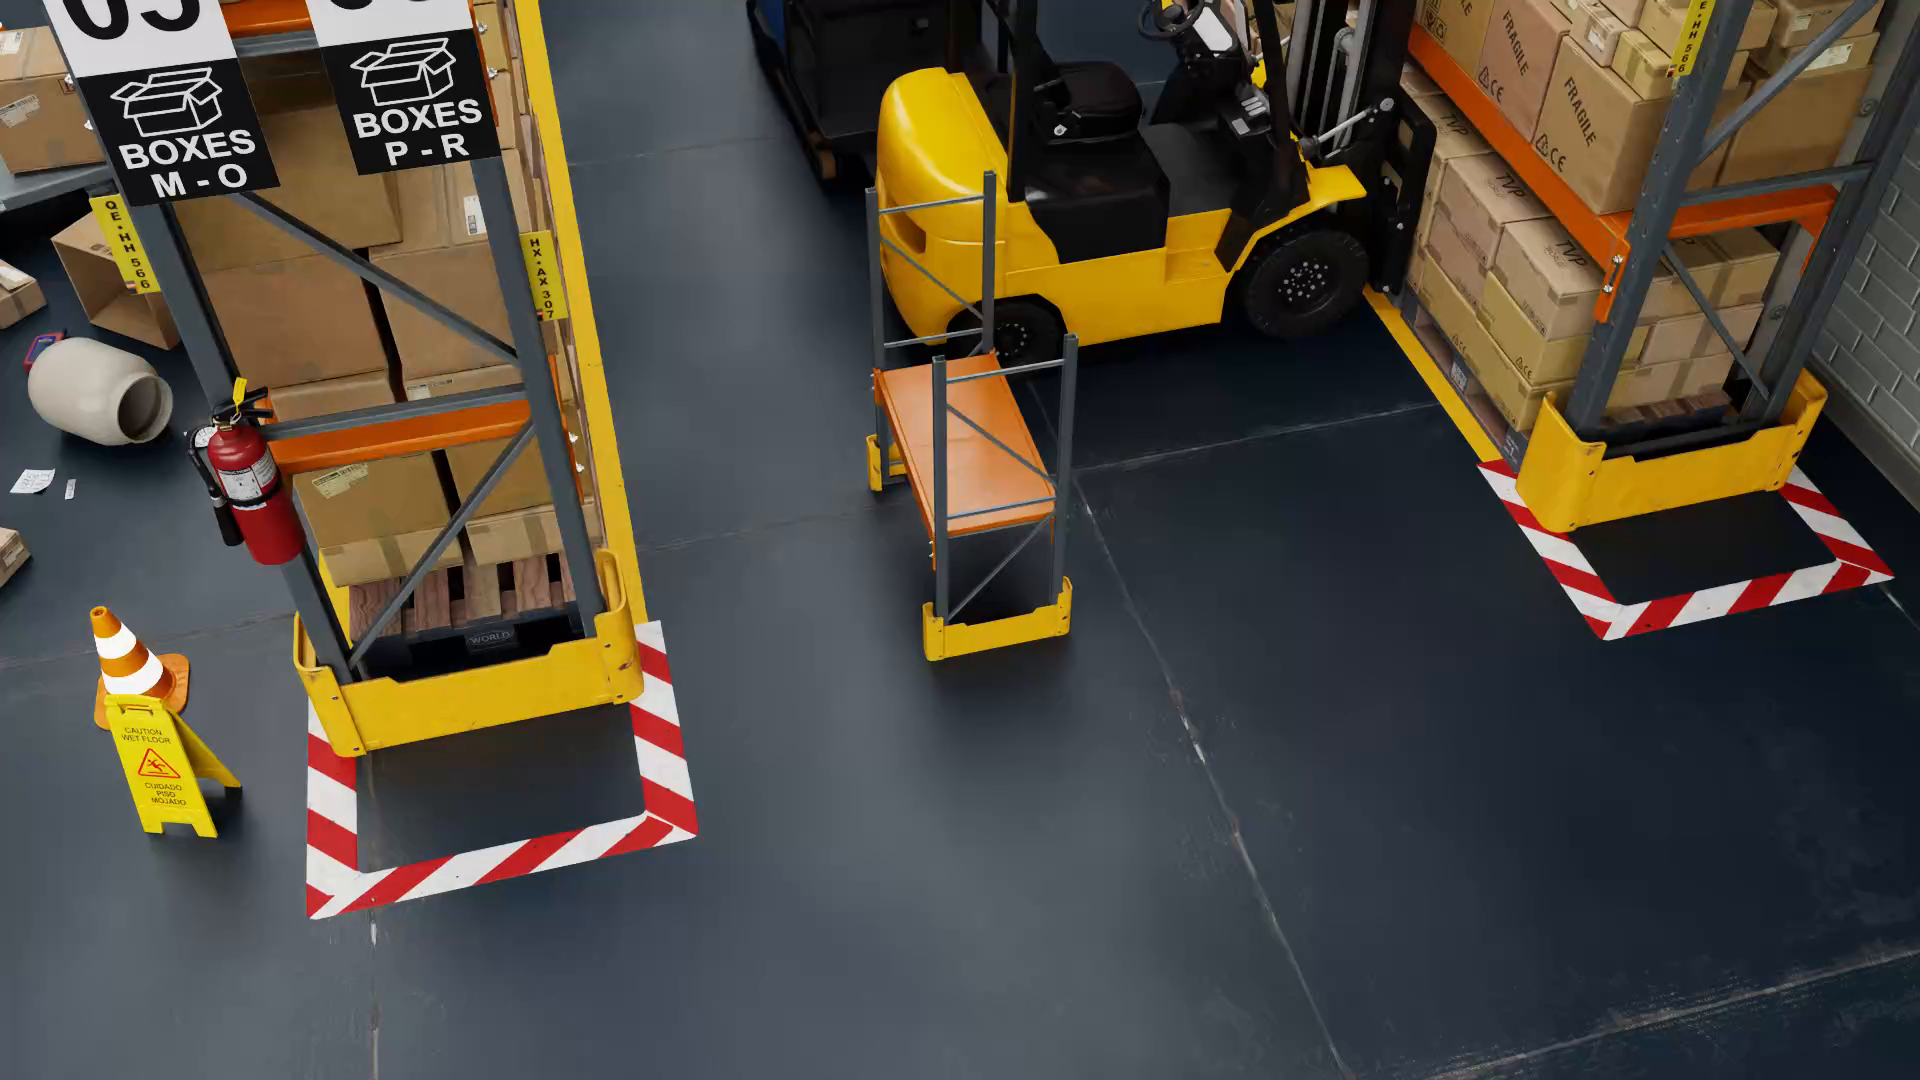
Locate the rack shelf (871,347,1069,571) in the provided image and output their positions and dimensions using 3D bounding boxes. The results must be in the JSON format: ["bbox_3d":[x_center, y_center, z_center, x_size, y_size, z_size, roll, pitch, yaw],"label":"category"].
[{"bbox_3d":[0.022,-0.340,6.536,0.538,0.185,1.000,-11,47,-10],"label":"rack shelf"}]

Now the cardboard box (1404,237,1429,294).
[{"bbox_3d":[2.336,-1.455,7.957,0.500,0.250,0.500,-10,46,-10],"label":"cardboard box"}]

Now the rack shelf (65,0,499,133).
[{"bbox_3d":[-2.310,-2.580,5.832,1.077,0.370,4.000,-11,47,-10],"label":"rack shelf"}]

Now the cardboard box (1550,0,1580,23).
[{"bbox_3d":[2.538,-2.123,6.457,0.380,0.149,0.250,-10,46,-10],"label":"cardboard box"}]

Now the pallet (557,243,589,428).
[{"bbox_3d":[-2.300,-0.886,7.721,1.003,0.211,1.213,-11,47,-10],"label":"pallet"}]

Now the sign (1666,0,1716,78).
[{"bbox_3d":[2.471,-1.710,5.600,0.100,0.325,0.005,-11,47,-10],"label":"sign"}]

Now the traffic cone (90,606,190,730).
[{"bbox_3d":[-3.155,0.426,6.259,0.336,0.463,0.334,-11,47,-10],"label":"traffic cone"}]

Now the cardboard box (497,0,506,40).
[{"bbox_3d":[-2.193,-2.329,6.905,0.500,0.500,0.500,-10,46,-9],"label":"cardboard box"}]

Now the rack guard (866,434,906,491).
[{"bbox_3d":[-0.108,-0.379,7.197,0.587,0.250,0.087,-11,47,-10],"label":"rack guard"}]

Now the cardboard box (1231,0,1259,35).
[{"bbox_3d":[1.800,-3.042,9.163,0.500,0.250,0.500,-11,47,-11],"label":"cardboard box"}]

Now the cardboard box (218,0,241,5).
[{"bbox_3d":[-2.160,-1.558,4.503,0.380,0.149,0.250,-11,47,-10],"label":"cardboard box"}]

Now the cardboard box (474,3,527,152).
[{"bbox_3d":[-1.919,-1.626,6.216,0.500,0.500,0.500,-12,47,-11],"label":"cardboard box"}]

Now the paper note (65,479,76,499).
[{"bbox_3d":[-3.858,-0.221,7.210,0.032,0.001,0.123,-11,47,-10],"label":"paper note"}]

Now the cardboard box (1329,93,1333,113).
[{"bbox_3d":[2.049,-2.345,8.480,0.500,0.250,0.500,-11,47,-11],"label":"cardboard box"}]

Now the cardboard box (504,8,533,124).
[{"bbox_3d":[-2.411,-2.250,8.212,0.500,0.500,0.500,-11,47,-11],"label":"cardboard box"}]

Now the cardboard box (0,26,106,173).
[{"bbox_3d":[-4.535,-2.207,8.283,0.500,0.500,0.500,-11,47,-10],"label":"cardboard box"}]

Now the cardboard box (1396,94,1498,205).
[{"bbox_3d":[2.304,-1.805,7.600,0.500,0.250,0.500,-10,46,-10],"label":"cardboard box"}]

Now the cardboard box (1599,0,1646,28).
[{"bbox_3d":[2.610,-2.051,6.178,0.380,0.149,0.250,-11,47,-10],"label":"cardboard box"}]

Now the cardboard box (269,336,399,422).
[{"bbox_3d":[-2.101,-0.532,5.598,0.380,0.149,0.250,-9,46,-9],"label":"cardboard box"}]

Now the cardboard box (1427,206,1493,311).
[{"bbox_3d":[2.454,-1.298,7.454,0.500,0.250,0.500,-11,47,-11],"label":"cardboard box"}]

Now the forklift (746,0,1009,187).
[{"bbox_3d":[-0.329,-3.274,8.157,1.130,2.935,3.031,-13,47,-13],"label":"forklift"}]

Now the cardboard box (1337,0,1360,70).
[{"bbox_3d":[2.055,-2.520,8.301,0.500,0.250,0.500,-9,46,-9],"label":"cardboard box"}]

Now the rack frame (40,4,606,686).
[{"bbox_3d":[-1.798,-0.401,5.294,1.000,3.000,0.127,-11,47,-10],"label":"rack frame"}]

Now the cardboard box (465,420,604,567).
[{"bbox_3d":[-1.737,-0.193,6.721,0.500,0.250,0.500,-11,47,-11],"label":"cardboard box"}]

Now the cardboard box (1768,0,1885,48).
[{"bbox_3d":[3.120,-1.948,6.077,0.380,0.149,0.250,-12,47,-11],"label":"cardboard box"}]

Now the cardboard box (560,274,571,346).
[{"bbox_3d":[-2.013,-0.921,7.435,0.500,0.250,0.500,-8,46,-8],"label":"cardboard box"}]

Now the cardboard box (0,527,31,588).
[{"bbox_3d":[-4.086,0.062,6.836,0.380,0.149,0.250,11,47,11],"label":"cardboard box"}]

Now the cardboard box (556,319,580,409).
[{"bbox_3d":[-1.882,-0.832,6.822,0.500,0.500,0.500,-12,47,-12],"label":"cardboard box"}]

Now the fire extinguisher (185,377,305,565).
[{"bbox_3d":[-2.214,-0.211,5.161,0.296,0.674,0.183,-11,47,-10],"label":"fire extinguisher"}]

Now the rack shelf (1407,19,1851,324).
[{"bbox_3d":[2.487,-2.440,7.796,1.077,0.370,4.000,-11,47,-10],"label":"rack shelf"}]

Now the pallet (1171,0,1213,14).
[{"bbox_3d":[1.749,-3.598,10.379,1.003,0.211,1.213,-11,47,-10],"label":"pallet"}]

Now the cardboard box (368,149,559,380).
[{"bbox_3d":[-1.651,-0.918,5.522,0.500,0.500,0.500,-11,47,-11],"label":"cardboard box"}]

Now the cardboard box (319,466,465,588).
[{"bbox_3d":[-2.271,-0.111,6.641,0.500,0.250,0.500,-11,47,-11],"label":"cardboard box"}]

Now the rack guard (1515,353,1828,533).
[{"bbox_3d":[3.005,-0.420,7.062,1.175,0.500,0.348,-11,47,-10],"label":"rack guard"}]

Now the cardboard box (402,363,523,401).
[{"bbox_3d":[-1.685,-0.586,5.650,0.380,0.149,0.250,-11,47,-10],"label":"cardboard box"}]

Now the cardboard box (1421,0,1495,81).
[{"bbox_3d":[2.364,-2.352,7.135,0.500,0.500,0.500,-12,47,-11],"label":"cardboard box"}]

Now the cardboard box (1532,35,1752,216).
[{"bbox_3d":[2.619,-1.638,6.436,0.500,0.500,0.500,-12,47,-11],"label":"cardboard box"}]

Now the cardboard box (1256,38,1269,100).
[{"bbox_3d":[1.924,-2.515,8.997,0.500,0.250,0.500,-12,47,-11],"label":"cardboard box"}]

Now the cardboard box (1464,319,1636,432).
[{"bbox_3d":[2.573,-0.762,7.279,0.500,0.250,0.500,-10,46,-10],"label":"cardboard box"}]

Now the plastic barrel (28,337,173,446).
[{"bbox_3d":[-3.791,-0.649,7.340,0.512,0.421,0.421,19,48,17],"label":"plastic barrel"}]

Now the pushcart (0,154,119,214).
[{"bbox_3d":[-5.014,-1.793,8.494,1.648,0.377,0.936,-26,51,-24],"label":"pushcart"}]

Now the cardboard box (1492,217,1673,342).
[{"bbox_3d":[2.580,-1.107,6.916,0.500,0.250,0.500,-9,46,-9],"label":"cardboard box"}]

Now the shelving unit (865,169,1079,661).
[{"bbox_3d":[0.020,-0.472,6.414,0.587,1.500,1.083,-11,47,-10],"label":"shelving unit"}]

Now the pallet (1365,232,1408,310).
[{"bbox_3d":[2.454,-1.696,8.515,1.003,0.211,1.213,-11,47,-10],"label":"pallet"}]

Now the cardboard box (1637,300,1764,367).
[{"bbox_3d":[3.079,-1.033,7.194,0.500,0.250,0.500,-10,46,-10],"label":"cardboard box"}]

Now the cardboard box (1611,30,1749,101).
[{"bbox_3d":[2.639,-1.761,6.102,0.380,0.149,0.250,-10,46,-10],"label":"cardboard box"}]

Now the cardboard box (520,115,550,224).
[{"bbox_3d":[-2.148,-1.547,7.523,0.500,0.500,0.500,-8,46,-8],"label":"cardboard box"}]

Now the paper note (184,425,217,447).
[{"bbox_3d":[-3.384,-0.473,7.443,0.142,0.019,0.148,-26,51,-24],"label":"paper note"}]

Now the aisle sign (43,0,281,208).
[{"bbox_3d":[-2.063,-1.215,4.271,0.394,0.787,0.004,-11,47,-10],"label":"aisle sign"}]

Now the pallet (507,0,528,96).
[{"bbox_3d":[-3.023,-2.724,9.522,1.003,0.211,1.213,-11,47,-10],"label":"pallet"}]

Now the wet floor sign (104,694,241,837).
[{"bbox_3d":[-2.784,0.750,5.814,0.267,0.644,0.232,4,46,4],"label":"wet floor sign"}]

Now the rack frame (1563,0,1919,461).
[{"bbox_3d":[2.999,-1.311,6.186,1.000,3.000,0.127,-11,47,-10],"label":"rack frame"}]

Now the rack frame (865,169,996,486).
[{"bbox_3d":[-0.108,-0.817,6.751,0.500,1.500,0.032,-11,47,-10],"label":"rack frame"}]

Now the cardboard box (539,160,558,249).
[{"bbox_3d":[-2.265,-1.622,8.122,0.500,0.250,0.500,-12,47,-11],"label":"cardboard box"}]
